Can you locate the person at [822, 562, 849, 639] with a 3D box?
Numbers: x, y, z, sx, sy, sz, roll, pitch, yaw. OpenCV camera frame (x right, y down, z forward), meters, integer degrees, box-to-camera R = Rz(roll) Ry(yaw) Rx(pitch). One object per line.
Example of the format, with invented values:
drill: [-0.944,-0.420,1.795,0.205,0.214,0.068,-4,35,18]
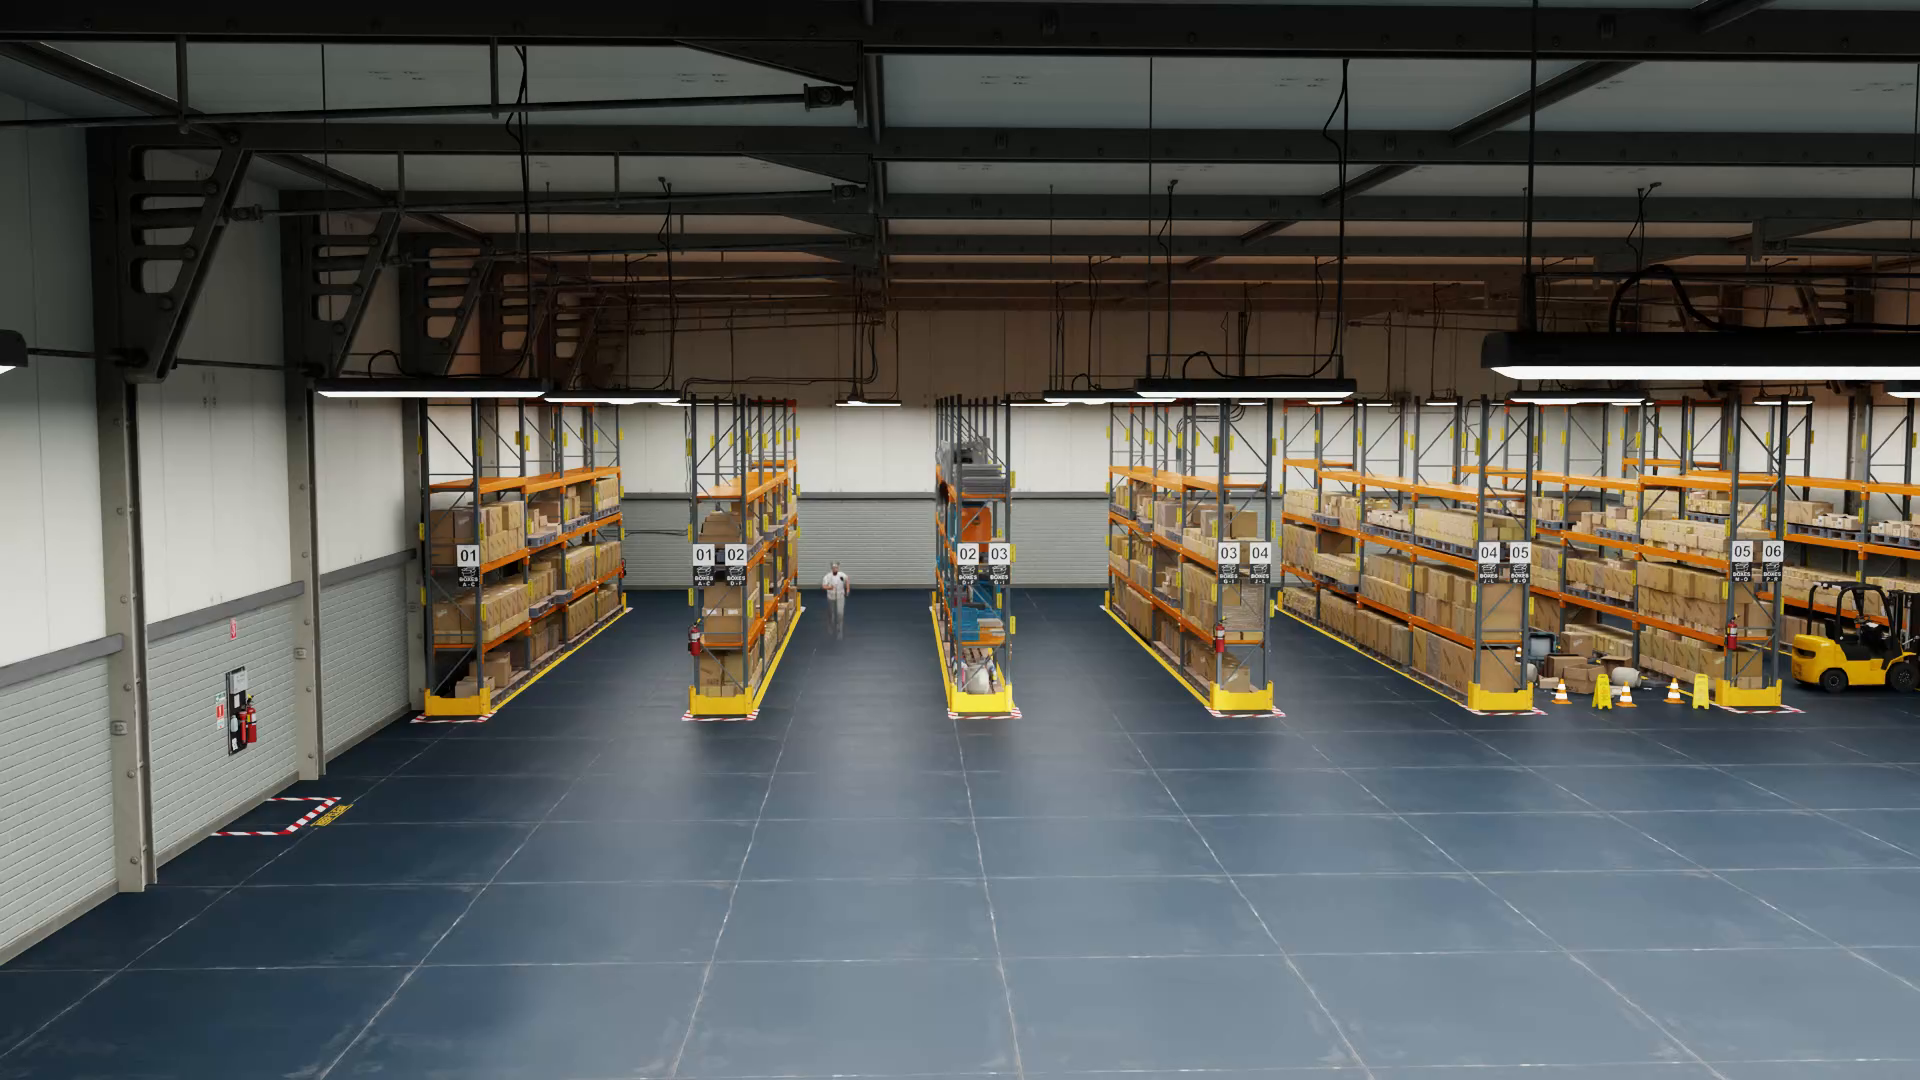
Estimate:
person: [-3.017,1.433,40.418,0.662,1.851,0.902,0,5,-4]
